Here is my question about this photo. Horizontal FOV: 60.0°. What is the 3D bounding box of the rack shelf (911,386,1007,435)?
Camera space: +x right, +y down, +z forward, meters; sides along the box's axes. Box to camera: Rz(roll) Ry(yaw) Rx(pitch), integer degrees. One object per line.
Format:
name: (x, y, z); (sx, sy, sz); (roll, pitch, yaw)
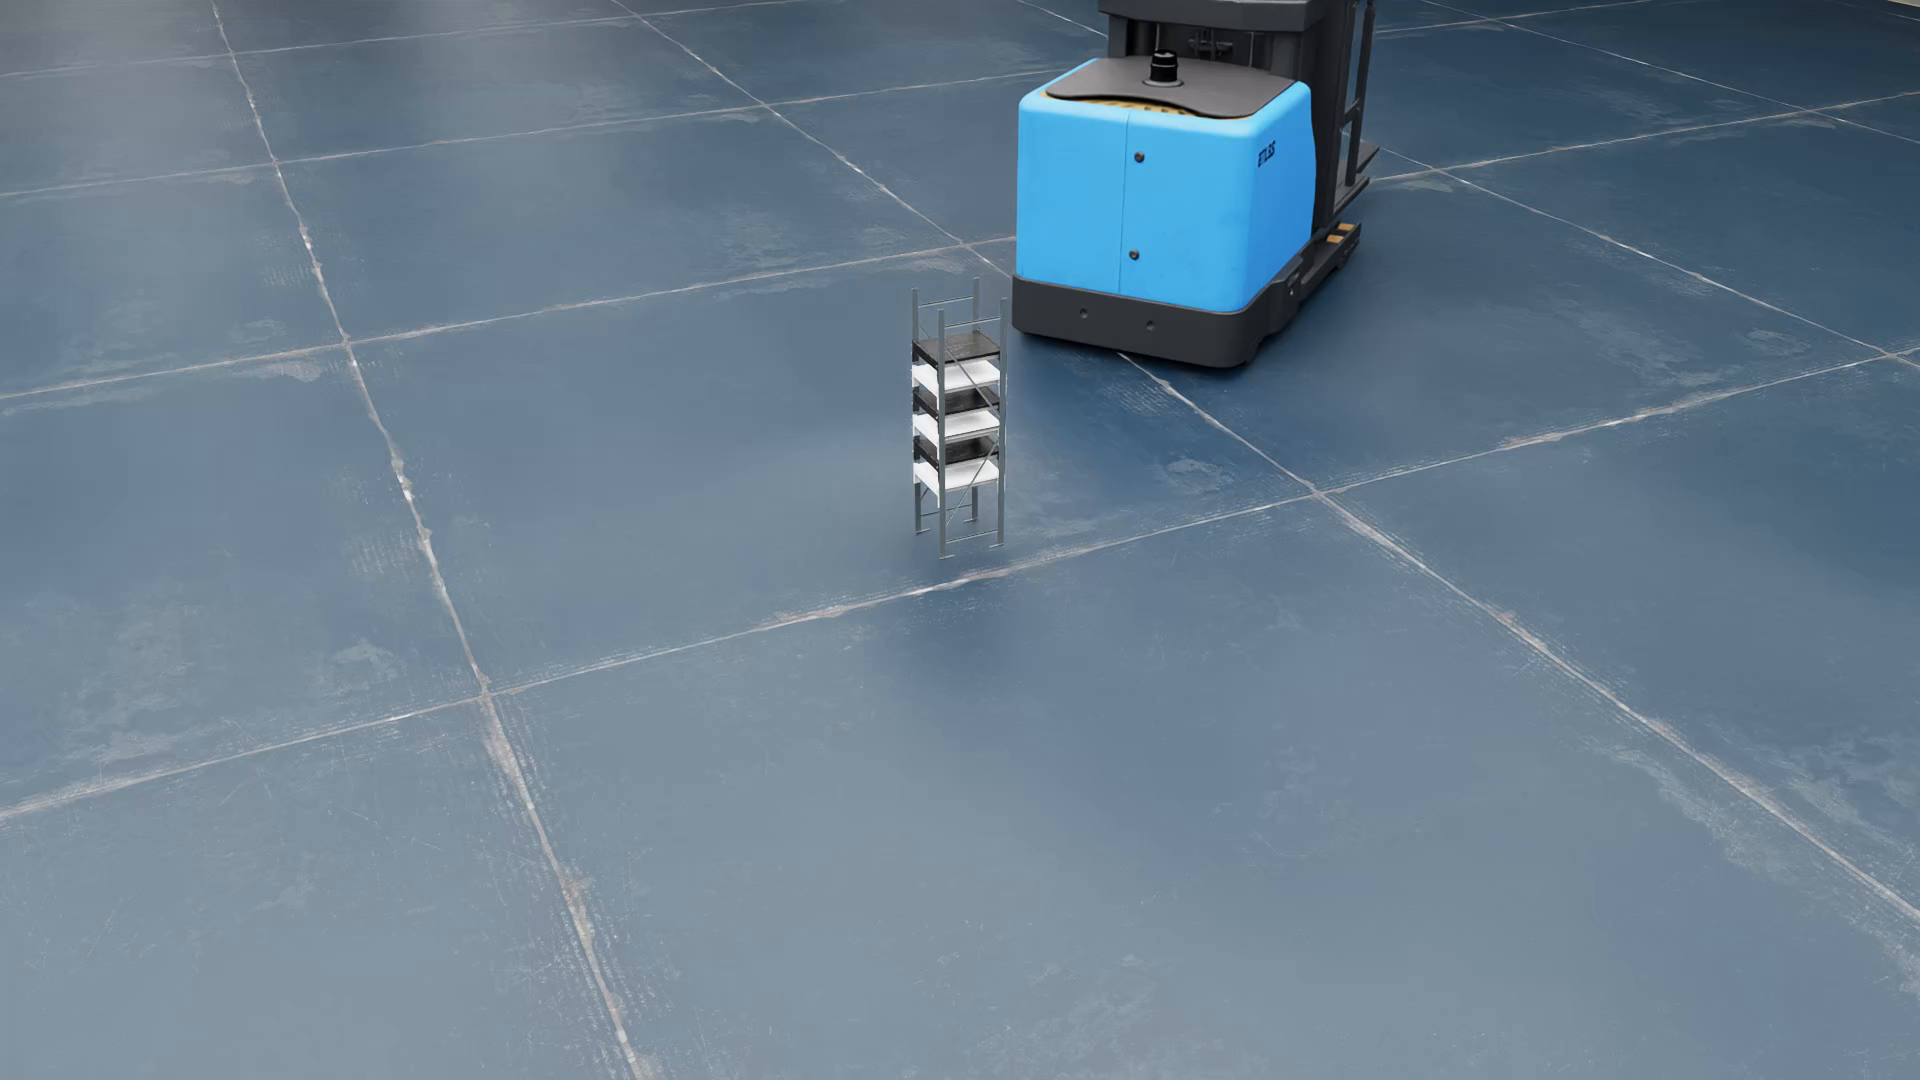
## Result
rack shelf: (-0.003, -0.446, 5.509); (0.258, 0.077, 0.200); (-13, 32, -22)

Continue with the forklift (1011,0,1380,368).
forklift: (1.338, -2.685, 7.542); (1.130, 2.935, 3.031); (14, 32, 23)

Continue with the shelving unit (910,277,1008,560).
shelving unit: (-0.003, -0.396, 5.536); (0.258, 0.900, 0.210); (-13, 32, -22)

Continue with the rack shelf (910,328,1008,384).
rack shelf: (-0.003, -0.603, 5.421); (0.258, 0.077, 0.200); (-13, 32, -22)

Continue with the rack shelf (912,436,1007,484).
rack shelf: (-0.003, -0.289, 5.597); (0.258, 0.077, 0.200); (-13, 32, -22)

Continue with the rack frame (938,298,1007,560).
rack frame: (0.040, -0.351, 5.456); (0.240, 0.900, 0.006); (-13, 32, -22)

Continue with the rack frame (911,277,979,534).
rack frame: (-0.047, -0.441, 5.616); (0.240, 0.900, 0.006); (-13, 32, -22)

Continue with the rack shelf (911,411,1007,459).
rack shelf: (-0.003, -0.367, 5.553); (0.258, 0.077, 0.200); (-13, 32, -22)

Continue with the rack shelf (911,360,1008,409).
rack shelf: (-0.003, -0.524, 5.465); (0.258, 0.077, 0.200); (-13, 32, -22)

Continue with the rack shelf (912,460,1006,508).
rack shelf: (-0.003, -0.210, 5.641); (0.258, 0.077, 0.200); (-13, 32, -22)
